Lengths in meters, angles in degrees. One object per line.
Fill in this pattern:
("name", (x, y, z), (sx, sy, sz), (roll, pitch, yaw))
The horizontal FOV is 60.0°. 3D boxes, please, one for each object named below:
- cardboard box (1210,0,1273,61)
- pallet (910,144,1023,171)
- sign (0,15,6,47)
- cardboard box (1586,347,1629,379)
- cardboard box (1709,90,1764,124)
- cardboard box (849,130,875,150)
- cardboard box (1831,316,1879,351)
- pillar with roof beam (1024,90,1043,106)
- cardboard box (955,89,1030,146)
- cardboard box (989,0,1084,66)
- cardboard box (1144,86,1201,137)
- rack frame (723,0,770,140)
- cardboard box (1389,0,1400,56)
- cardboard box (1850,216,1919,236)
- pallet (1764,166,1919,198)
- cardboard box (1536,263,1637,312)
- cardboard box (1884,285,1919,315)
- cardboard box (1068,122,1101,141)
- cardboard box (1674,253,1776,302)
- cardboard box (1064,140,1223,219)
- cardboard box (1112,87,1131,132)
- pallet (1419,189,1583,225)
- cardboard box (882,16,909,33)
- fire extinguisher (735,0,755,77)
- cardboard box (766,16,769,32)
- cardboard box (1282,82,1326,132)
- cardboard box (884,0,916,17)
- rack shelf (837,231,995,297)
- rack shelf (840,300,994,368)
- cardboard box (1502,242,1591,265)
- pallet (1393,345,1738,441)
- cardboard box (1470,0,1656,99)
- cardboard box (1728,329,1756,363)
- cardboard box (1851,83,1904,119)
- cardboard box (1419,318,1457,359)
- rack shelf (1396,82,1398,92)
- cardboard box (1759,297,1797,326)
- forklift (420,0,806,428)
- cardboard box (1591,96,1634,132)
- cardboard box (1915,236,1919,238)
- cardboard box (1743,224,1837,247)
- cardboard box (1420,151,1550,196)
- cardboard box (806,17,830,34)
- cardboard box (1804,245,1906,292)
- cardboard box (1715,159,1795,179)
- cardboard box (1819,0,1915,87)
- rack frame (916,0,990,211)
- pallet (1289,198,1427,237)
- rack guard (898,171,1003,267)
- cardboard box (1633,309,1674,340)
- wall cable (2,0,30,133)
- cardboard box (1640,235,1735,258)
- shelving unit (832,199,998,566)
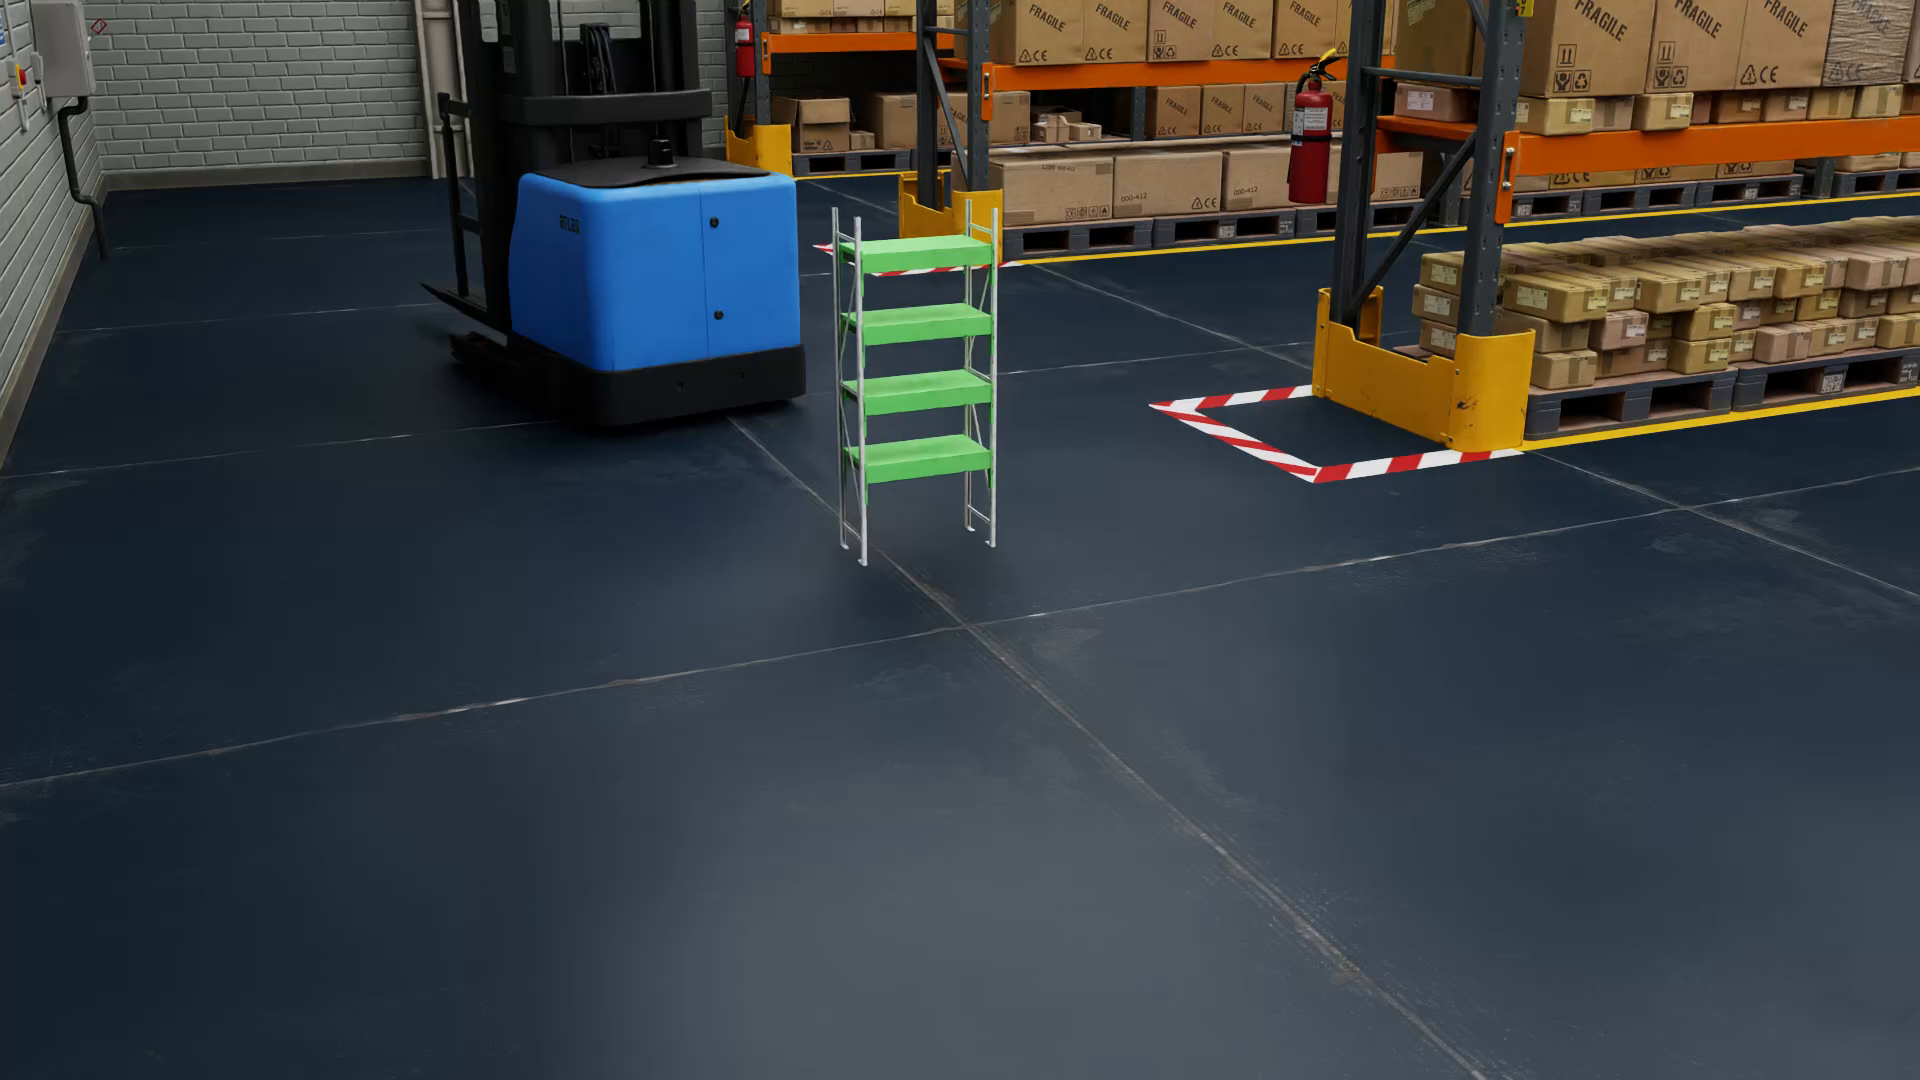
("cardboard box", (1.878, -3.694, 11.845), (0.500, 0.500, 0.500), (-7, 21, -20))
("pallet", (-0.106, -3.936, 16.882), (1.213, 0.211, 1.003), (-8, 21, -22))
("sign", (-5.262, -2.819, 9.105), (0.001, 0.218, 0.327), (-8, 21, -22))
("cardboard box", (2.812, -0.851, 7.583), (0.250, 0.149, 0.380), (-8, 21, -22))
("cardboard box", (3.352, -1.961, 7.452), (0.250, 0.149, 0.380), (-8, 21, -22))
("cardboard box", (-1.022, -3.926, 16.315), (0.250, 0.149, 0.380), (-9, 21, -24))
("cardboard box", (4.228, -1.041, 8.123), (0.250, 0.149, 0.380), (-8, 21, -21))
("pillar with roof beam", (2.355, -7.203, 12.930), (0.400, 9.000, 9.100), (-8, 21, -22))
("cardboard box", (0.326, -4.284, 16.805), (0.500, 0.500, 0.700), (-9, 21, -24))
("cardboard box", (0.498, -3.486, 11.256), (0.500, 0.500, 0.500), (-8, 21, -22))
("cardboard box", (2.180, -4.517, 17.465), (0.500, 0.500, 0.500), (-7, 21, -20))
("rack frame", (-2.026, -4.977, 15.639), (0.127, 3.000, 1.000), (-8, 21, -22))
("cardboard box", (3.291, -3.898, 12.425), (0.500, 0.500, 0.500), (-8, 21, -21))
("cardboard box", (4.995, -1.627, 8.891), (0.250, 0.149, 0.380), (-7, 21, -19))
("pallet", (8.007, -3.303, 15.085), (1.213, 0.211, 1.003), (-8, 21, -22))
("cardboard box", (2.818, -1.139, 7.506), (0.250, 0.149, 0.380), (-8, 21, -21))
("cardboard box", (4.528, -1.226, 8.200), (0.250, 0.149, 0.380), (-8, 21, -21))
("cardboard box", (1.251, -4.193, 17.075), (0.250, 0.149, 0.380), (-9, 21, -24))
("cardboard box", (3.553, -1.225, 7.749), (0.250, 0.149, 0.380), (-7, 21, -20))
("cardboard box", (1.346, -2.693, 12.380), (0.875, 0.438, 0.875), (-8, 21, -20))
("cardboard box", (1.980, -4.677, 17.919), (0.500, 0.500, 0.500), (-8, 21, -22))
("pallet", (4.295, -2.799, 13.653), (1.213, 0.211, 1.003), (-8, 21, -22))
("cardboard box", (-0.675, -4.962, 15.975), (0.250, 0.149, 0.380), (-8, 21, -21))
("fire extinguisher", (-1.978, -4.604, 15.259), (0.183, 0.674, 0.296), (-8, 21, -22))
("cardboard box", (-1.828, -4.984, 16.037), (0.250, 0.149, 0.380), (-8, 21, -23))
("cardboard box", (3.603, -4.721, 18.044), (0.500, 0.500, 0.500), (-9, 21, -24))
("cardboard box", (-0.576, -5.158, 15.932), (0.500, 0.250, 0.500), (-9, 21, -23))
("rack shelf", (-0.152, -0.937, 5.623), (0.480, 0.148, 0.258), (-8, 21, -22))
("rack shelf", (-0.152, -0.710, 5.702), (0.480, 0.148, 0.258), (-8, 21, -22))
("cardboard box", (2.823, -1.336, 8.066), (0.250, 0.149, 0.380), (-9, 21, -23))
("pallet", (2.826, -0.758, 7.857), (1.213, 0.211, 1.003), (-8, 21, -22))
("cardboard box", (2.518, -2.129, 6.955), (0.500, 0.500, 0.500), (-7, 21, -19))
("cardboard box", (3.512, -0.949, 7.861), (0.250, 0.149, 0.380), (-8, 21, -22))
("cardboard box", (4.093, -2.038, 7.673), (0.250, 0.149, 0.380), (-8, 21, -21))
("cardboard box", (2.397, -0.953, 7.873), (0.250, 0.149, 0.380), (-8, 21, -21))
("rack shelf", (5.452, -3.913, 13.703), (4.000, 0.370, 1.077), (-8, 21, -22))
("cardboard box", (3.760, -1.142, 7.962), (0.250, 0.149, 0.380), (-7, 21, -19))
("forklift", (-1.967, -2.306, 8.157), (1.130, 2.935, 3.031), (-13, 23, -32))
("cardboard box", (2.641, -1.837, 7.102), (0.250, 0.149, 0.380), (-7, 21, -20))
("cardboard box", (5.001, -1.421, 8.305), (0.250, 0.149, 0.380), (-8, 21, -22))
("cardboard box", (4.285, -1.529, 8.612), (0.250, 0.149, 0.380), (-8, 21, -21))
("cardboard box", (4.154, -3.291, 13.420), (0.875, 0.875, 0.875), (-7, 21, -20))
("cardboard box", (-1.401, -4.865, 15.701), (0.250, 0.149, 0.380), (-8, 21, -21))
("cardboard box", (4.277, -1.307, 7.983), (0.250, 0.149, 0.380), (-9, 21, -24))
("cardboard box", (6.622, -3.646, 14.428), (0.875, 0.875, 0.875), (-8, 21, -22))
("cardboard box", (3.920, -2.337, 7.545), (0.500, 0.500, 0.500), (-9, 21, -23))
("rack frame", (-0.057, -3.463, 11.342), (0.127, 3.000, 1.000), (-8, 21, -22))
("pallet", (2.887, -2.598, 13.083), (1.213, 0.211, 1.003), (-8, 21, -22))
("rack guard", (-0.079, -2.281, 11.748), (0.348, 0.500, 1.175), (-8, 21, -22))
("cardboard box", (3.043, -1.029, 7.642), (0.250, 0.149, 0.380), (-8, 21, -21))
("wall cable", (-5.225, -3.208, 9.041), (0.123, 1.953, 0.585), (-8, 21, -22))
("cardboard box", (3.597, -1.404, 8.258), (0.250, 0.149, 0.380), (-9, 21, -24))
("shelving unit", (-0.152, -0.544, 5.761), (0.503, 1.200, 0.258), (-8, 21, -22))
